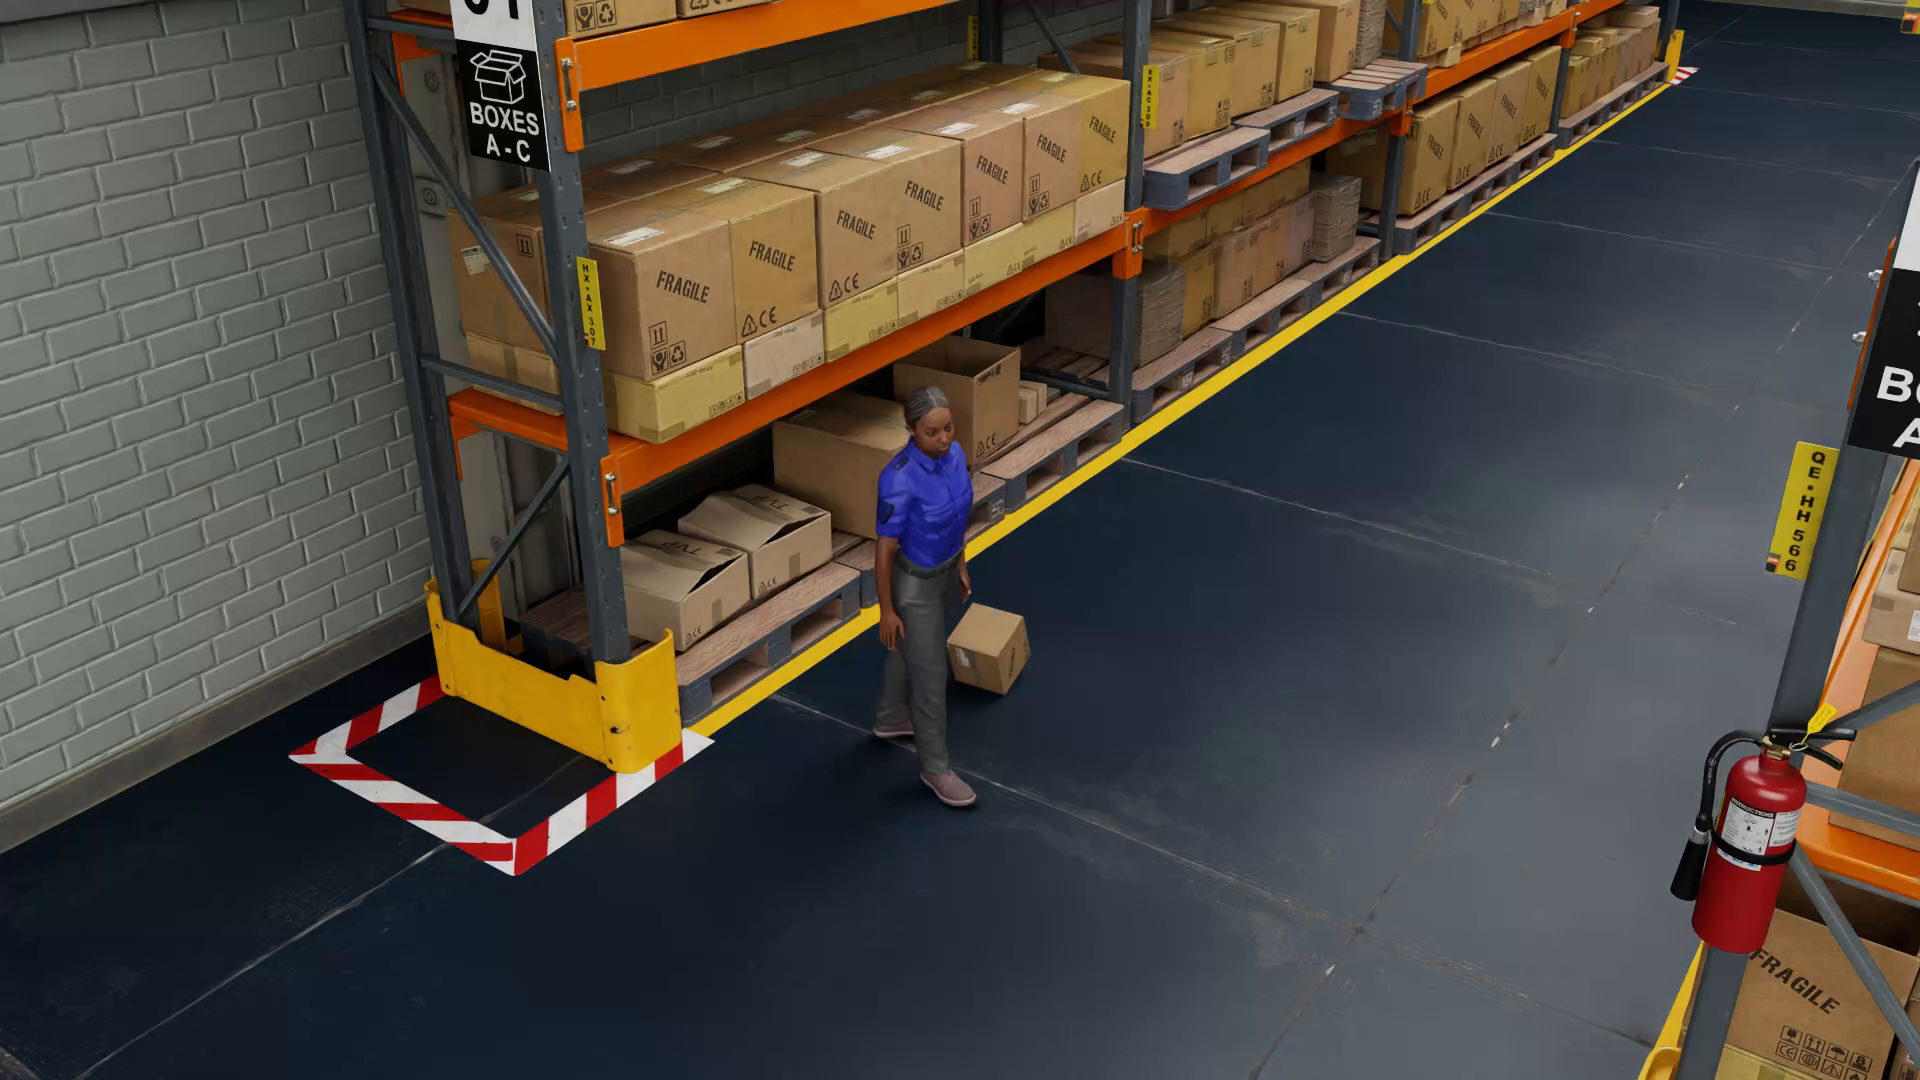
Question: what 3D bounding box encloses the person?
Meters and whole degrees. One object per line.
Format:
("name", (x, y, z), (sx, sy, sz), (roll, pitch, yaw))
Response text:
("person", (-0.129, 0.169, 6.287), (0.602, 1.644, 0.522), (15, 31, 27))
